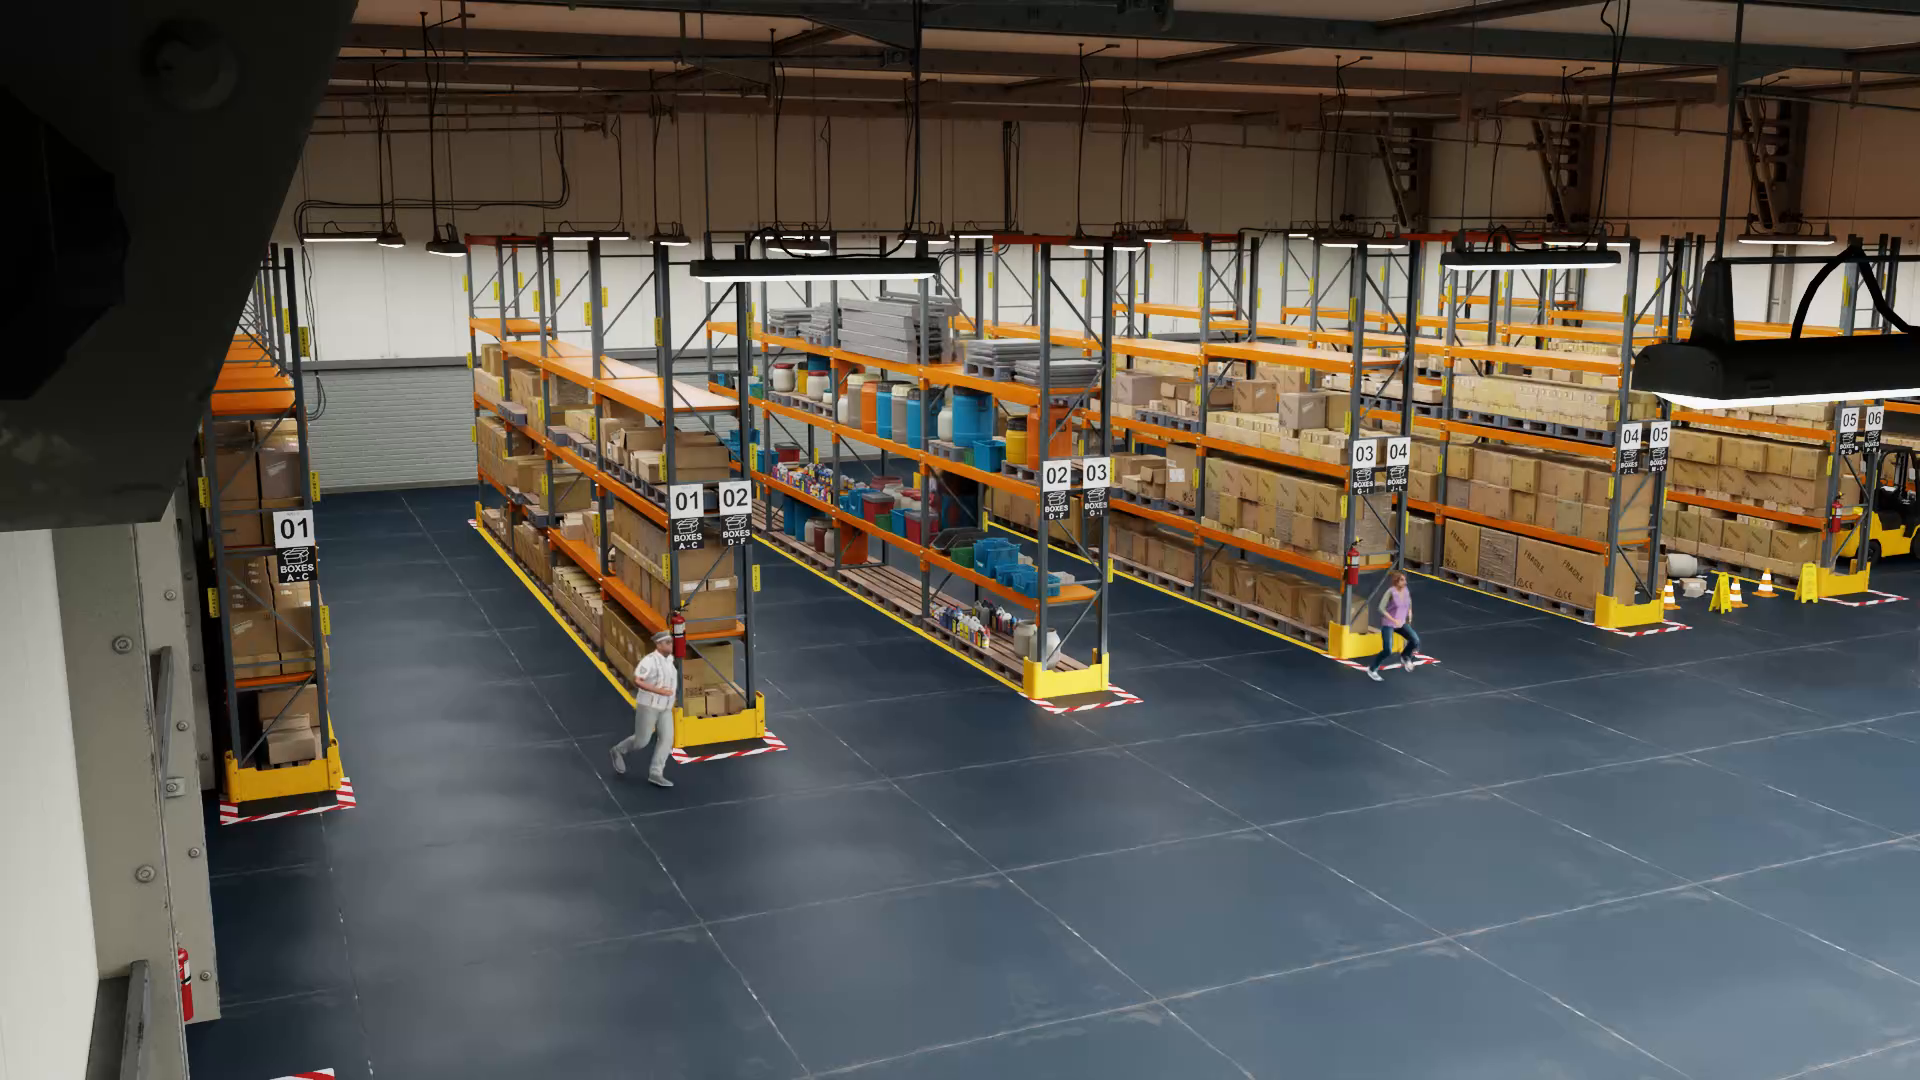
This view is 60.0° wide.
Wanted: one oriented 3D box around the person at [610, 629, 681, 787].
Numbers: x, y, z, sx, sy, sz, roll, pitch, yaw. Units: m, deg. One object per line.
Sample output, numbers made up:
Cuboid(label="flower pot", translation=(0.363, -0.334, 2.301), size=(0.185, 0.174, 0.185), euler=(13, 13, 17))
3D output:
Cuboid(label="person", translation=(-3.499, 1.870, 19.017), size=(0.900, 1.738, 0.701), euler=(7, 13, 33))

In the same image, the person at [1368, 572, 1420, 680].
Cuboid(label="person", translation=(6.061, 1.185, 23.005), size=(0.640, 1.523, 0.592), euler=(-6, 12, -28))

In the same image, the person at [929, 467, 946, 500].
Cuboid(label="person", translation=(-0.383, -0.634, 32.106), size=(0.601, 1.624, 0.648), euler=(-7, 13, -34))
